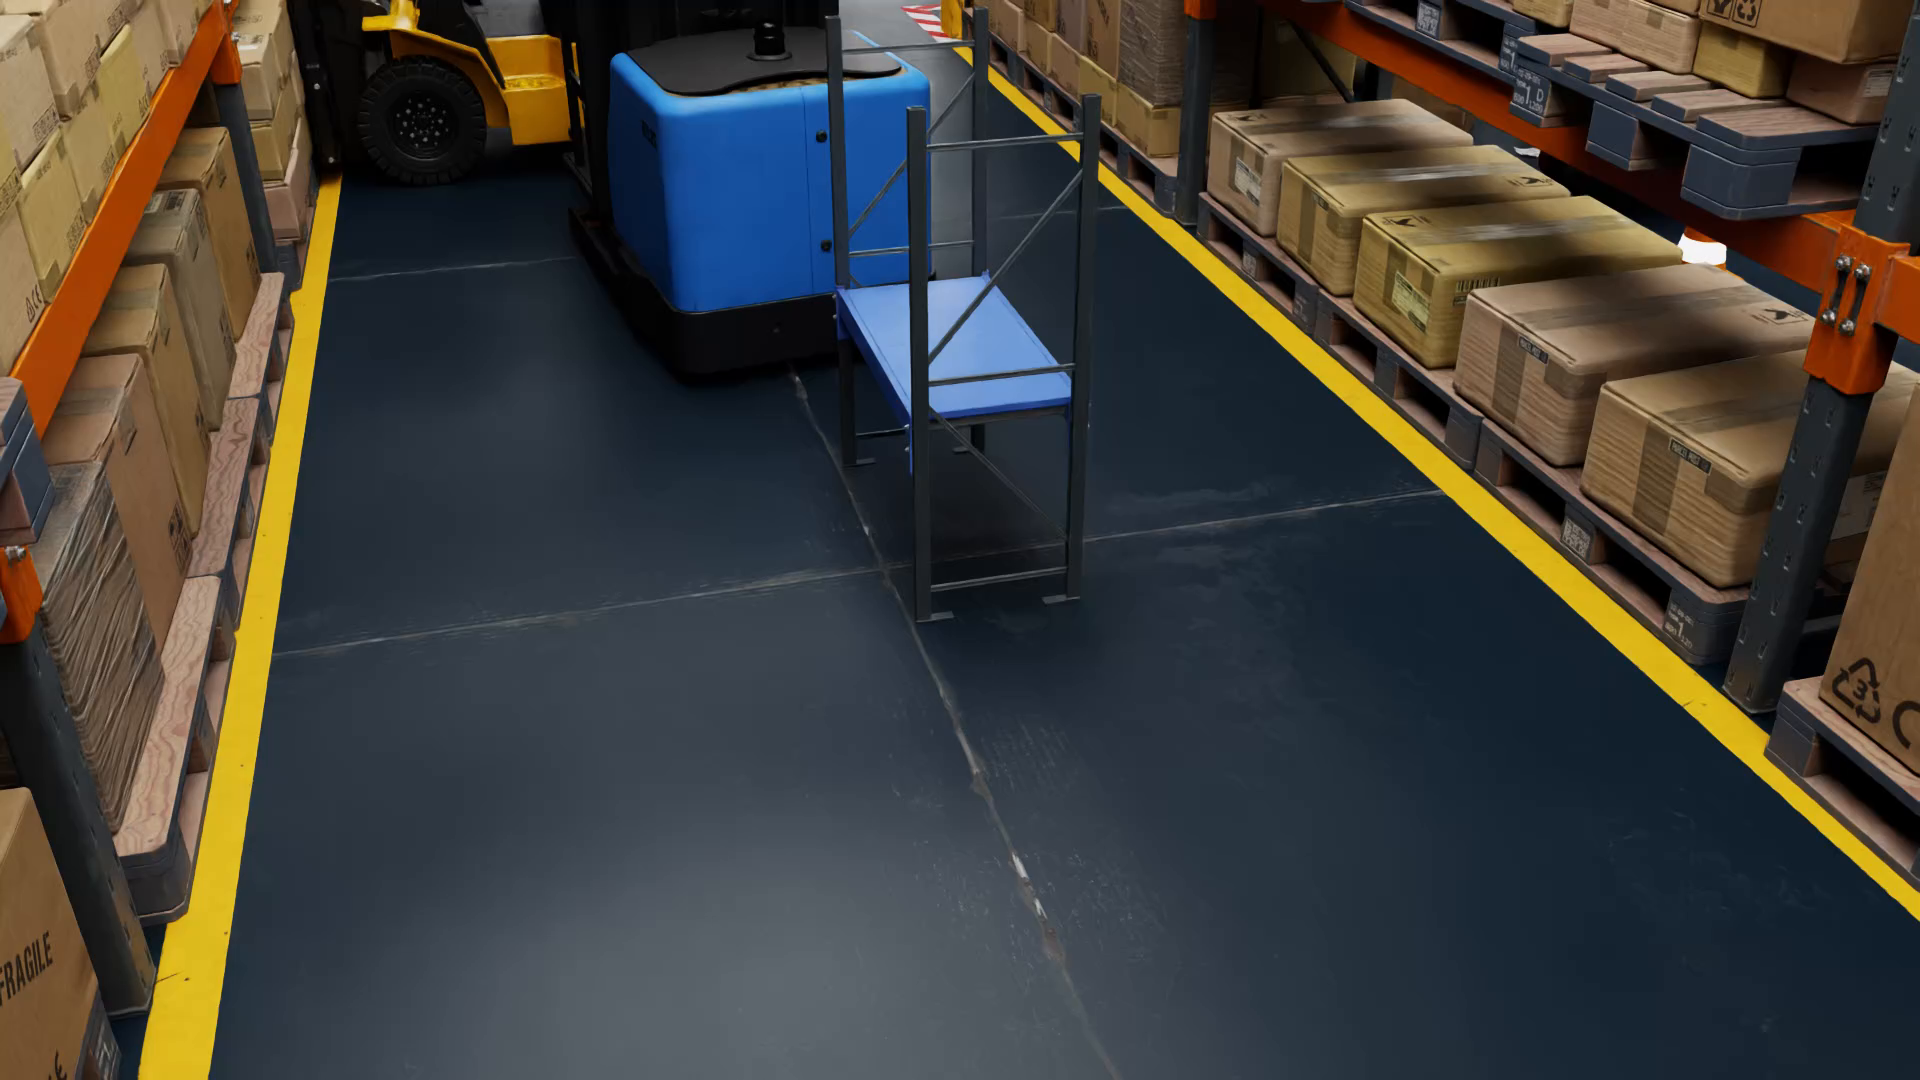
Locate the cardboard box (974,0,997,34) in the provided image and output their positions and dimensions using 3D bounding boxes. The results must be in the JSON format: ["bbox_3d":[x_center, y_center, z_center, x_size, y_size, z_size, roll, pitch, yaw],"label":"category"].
[{"bbox_3d":[0.395,-3.350,10.369,0.500,0.250,0.500,-8,31,-14],"label":"cardboard box"}]

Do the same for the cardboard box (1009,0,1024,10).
[{"bbox_3d":[0.545,-3.411,9.727,0.500,0.500,0.500,-9,31,-15],"label":"cardboard box"}]

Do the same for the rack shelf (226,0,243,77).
[{"bbox_3d":[-3.806,-2.846,7.890,1.077,0.370,4.000,-8,31,-13],"label":"rack shelf"}]

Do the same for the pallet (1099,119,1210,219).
[{"bbox_3d":[1.297,-1.966,8.436,1.003,0.211,1.213,-8,31,-13],"label":"pallet"}]

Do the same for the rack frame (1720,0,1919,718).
[{"bbox_3d":[2.571,-0.921,3.847,1.000,3.000,0.127,-8,31,-13],"label":"rack frame"}]

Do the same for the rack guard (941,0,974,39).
[{"bbox_3d":[0.468,-3.666,11.085,1.175,0.500,0.348,-8,31,-13],"label":"rack guard"}]

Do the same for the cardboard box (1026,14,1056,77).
[{"bbox_3d":[0.681,-2.841,9.489,0.500,0.250,0.500,-6,31,-10],"label":"cardboard box"}]

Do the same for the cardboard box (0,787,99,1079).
[{"bbox_3d":[-1.894,0.816,2.921,0.500,0.500,0.500,-7,31,-12],"label":"cardboard box"}]

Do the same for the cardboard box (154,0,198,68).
[{"bbox_3d":[-2.750,-1.676,5.300,0.500,0.250,0.500,-8,31,-14],"label":"cardboard box"}]

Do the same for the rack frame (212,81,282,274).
[{"bbox_3d":[-3.275,-2.191,6.041,1.000,3.000,0.127,-8,31,-13],"label":"rack frame"}]

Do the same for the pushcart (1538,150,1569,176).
[{"bbox_3d":[3.695,-2.045,8.407,1.648,0.377,0.936,-20,35,-30],"label":"pushcart"}]

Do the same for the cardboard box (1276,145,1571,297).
[{"bbox_3d":[1.845,-1.298,6.702,0.950,0.372,0.625,-6,31,-10],"label":"cardboard box"}]

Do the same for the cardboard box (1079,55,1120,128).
[{"bbox_3d":[0.943,-2.350,8.642,0.500,0.250,0.500,-9,31,-15],"label":"cardboard box"}]

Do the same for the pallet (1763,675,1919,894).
[{"bbox_3d":[2.708,0.677,3.870,1.003,0.211,1.213,-8,31,-13],"label":"pallet"}]

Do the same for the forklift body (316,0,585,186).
[{"bbox_3d":[-2.074,-3.082,8.428,2.313,2.155,1.214,-8,31,-13],"label":"forklift body"}]

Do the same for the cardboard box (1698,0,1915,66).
[{"bbox_3d":[2.183,-1.457,3.958,0.500,0.500,0.500,-9,31,-15],"label":"cardboard box"}]

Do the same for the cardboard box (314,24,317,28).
[{"bbox_3d":[-3.626,-2.647,8.656,0.500,0.250,0.500,-9,31,-14],"label":"cardboard box"}]

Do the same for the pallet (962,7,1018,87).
[{"bbox_3d":[0.650,-3.144,10.472,1.003,0.211,1.213,-8,31,-13],"label":"pallet"}]

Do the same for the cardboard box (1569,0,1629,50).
[{"bbox_3d":[1.947,-1.479,4.643,0.380,0.149,0.250,-9,31,-16],"label":"cardboard box"}]

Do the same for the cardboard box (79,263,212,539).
[{"bbox_3d":[-2.726,-0.356,4.822,0.875,0.625,0.625,-9,31,-15],"label":"cardboard box"}]

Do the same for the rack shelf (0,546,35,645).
[{"bbox_3d":[-1.682,1.018,1.215,1.077,0.370,4.000,-8,31,-13],"label":"rack shelf"}]

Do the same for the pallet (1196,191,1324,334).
[{"bbox_3d":[1.718,-1.270,7.234,1.003,0.211,1.213,-8,31,-13],"label":"pallet"}]

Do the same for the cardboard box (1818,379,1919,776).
[{"bbox_3d":[2.675,0.161,3.679,0.875,0.875,0.875,-8,31,-14],"label":"cardboard box"}]

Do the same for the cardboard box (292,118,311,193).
[{"bbox_3d":[-3.234,-1.704,7.525,0.500,0.250,0.500,-9,31,-14],"label":"cardboard box"}]

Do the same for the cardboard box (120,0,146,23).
[{"bbox_3d":[-2.625,-1.644,4.747,0.500,0.250,0.500,-7,31,-12],"label":"cardboard box"}]

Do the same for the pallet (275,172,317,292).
[{"bbox_3d":[-3.446,-1.374,7.413,1.003,0.211,1.213,-8,31,-13],"label":"pallet"}]

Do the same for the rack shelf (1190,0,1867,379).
[{"bbox_3d":[2.040,-1.576,5.696,1.077,0.370,4.000,-8,31,-13],"label":"rack shelf"}]

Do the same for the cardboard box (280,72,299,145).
[{"bbox_3d":[-3.241,-1.917,7.394,0.500,0.250,0.500,-8,31,-14],"label":"cardboard box"}]

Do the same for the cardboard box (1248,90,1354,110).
[{"bbox_3d":[1.613,-2.166,8.323,0.500,0.250,0.500,-9,31,-16],"label":"cardboard box"}]

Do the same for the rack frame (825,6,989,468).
[{"bbox_3d":[-0.158,-0.936,5.370,0.500,1.500,0.032,-8,31,-13],"label":"rack frame"}]

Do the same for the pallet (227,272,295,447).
[{"bbox_3d":[-3.042,-0.634,6.134,1.003,0.211,1.213,-8,31,-13],"label":"pallet"}]

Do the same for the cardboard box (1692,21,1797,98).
[{"bbox_3d":[2.117,-1.241,4.231,0.380,0.149,0.250,-7,31,-13],"label":"cardboard box"}]

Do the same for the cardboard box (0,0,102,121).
[{"bbox_3d":[-2.349,-1.155,3.901,0.500,0.250,0.500,-9,31,-15],"label":"cardboard box"}]

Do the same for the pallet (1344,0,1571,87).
[{"bbox_3d":[2.006,-1.789,5.537,1.003,0.211,1.213,-8,31,-13],"label":"pallet"}]

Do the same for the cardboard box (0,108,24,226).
[{"bbox_3d":[-2.071,-0.661,3.048,0.500,0.250,0.500,-8,31,-13],"label":"cardboard box"}]

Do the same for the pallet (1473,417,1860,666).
[{"bbox_3d":[2.365,-0.092,5.198,1.003,0.211,1.213,-8,31,-13],"label":"pallet"}]

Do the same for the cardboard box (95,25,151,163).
[{"bbox_3d":[-2.504,-1.183,4.450,0.500,0.250,0.500,-7,31,-12],"label":"cardboard box"}]

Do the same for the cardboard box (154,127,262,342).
[{"bbox_3d":[-3.126,-1.095,6.098,0.875,0.625,0.625,-6,31,-11],"label":"cardboard box"}]

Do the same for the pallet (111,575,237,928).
[{"bbox_3d":[-2.394,0.545,4.098,1.003,0.211,1.213,-8,31,-13],"label":"pallet"}]

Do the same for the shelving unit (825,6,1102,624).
[{"bbox_3d":[-0.023,-0.690,4.945,0.538,1.500,1.048,-8,31,-13],"label":"shelving unit"}]

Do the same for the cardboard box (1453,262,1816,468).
[{"bbox_3d":[2.227,-0.595,5.488,0.950,0.372,0.625,-8,31,-14],"label":"cardboard box"}]

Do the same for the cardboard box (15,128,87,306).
[{"bbox_3d":[-2.224,-0.685,3.588,0.500,0.250,0.500,-9,31,-14],"label":"cardboard box"}]

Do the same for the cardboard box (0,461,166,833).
[{"bbox_3d":[-2.366,0.284,3.717,0.875,0.625,0.625,-7,31,-12],"label":"cardboard box"}]

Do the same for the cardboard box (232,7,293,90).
[{"bbox_3d":[-3.227,-2.139,7.279,0.500,0.250,0.500,-8,31,-13],"label":"cardboard box"}]

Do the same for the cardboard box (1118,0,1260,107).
[{"bbox_3d":[1.094,-2.419,8.013,0.500,0.500,0.500,-8,31,-14],"label":"cardboard box"}]

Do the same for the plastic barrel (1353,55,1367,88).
[{"bbox_3d":[2.456,-2.874,9.792,0.512,0.421,0.421,13,32,21],"label":"plastic barrel"}]

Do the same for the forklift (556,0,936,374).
[{"bbox_3d":[-1.135,-2.607,6.828,1.130,2.935,3.031,-12,32,-20],"label":"forklift"}]

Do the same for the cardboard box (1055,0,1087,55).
[{"bbox_3d":[0.821,-2.911,8.862,0.500,0.500,0.500,-6,31,-11],"label":"cardboard box"}]
